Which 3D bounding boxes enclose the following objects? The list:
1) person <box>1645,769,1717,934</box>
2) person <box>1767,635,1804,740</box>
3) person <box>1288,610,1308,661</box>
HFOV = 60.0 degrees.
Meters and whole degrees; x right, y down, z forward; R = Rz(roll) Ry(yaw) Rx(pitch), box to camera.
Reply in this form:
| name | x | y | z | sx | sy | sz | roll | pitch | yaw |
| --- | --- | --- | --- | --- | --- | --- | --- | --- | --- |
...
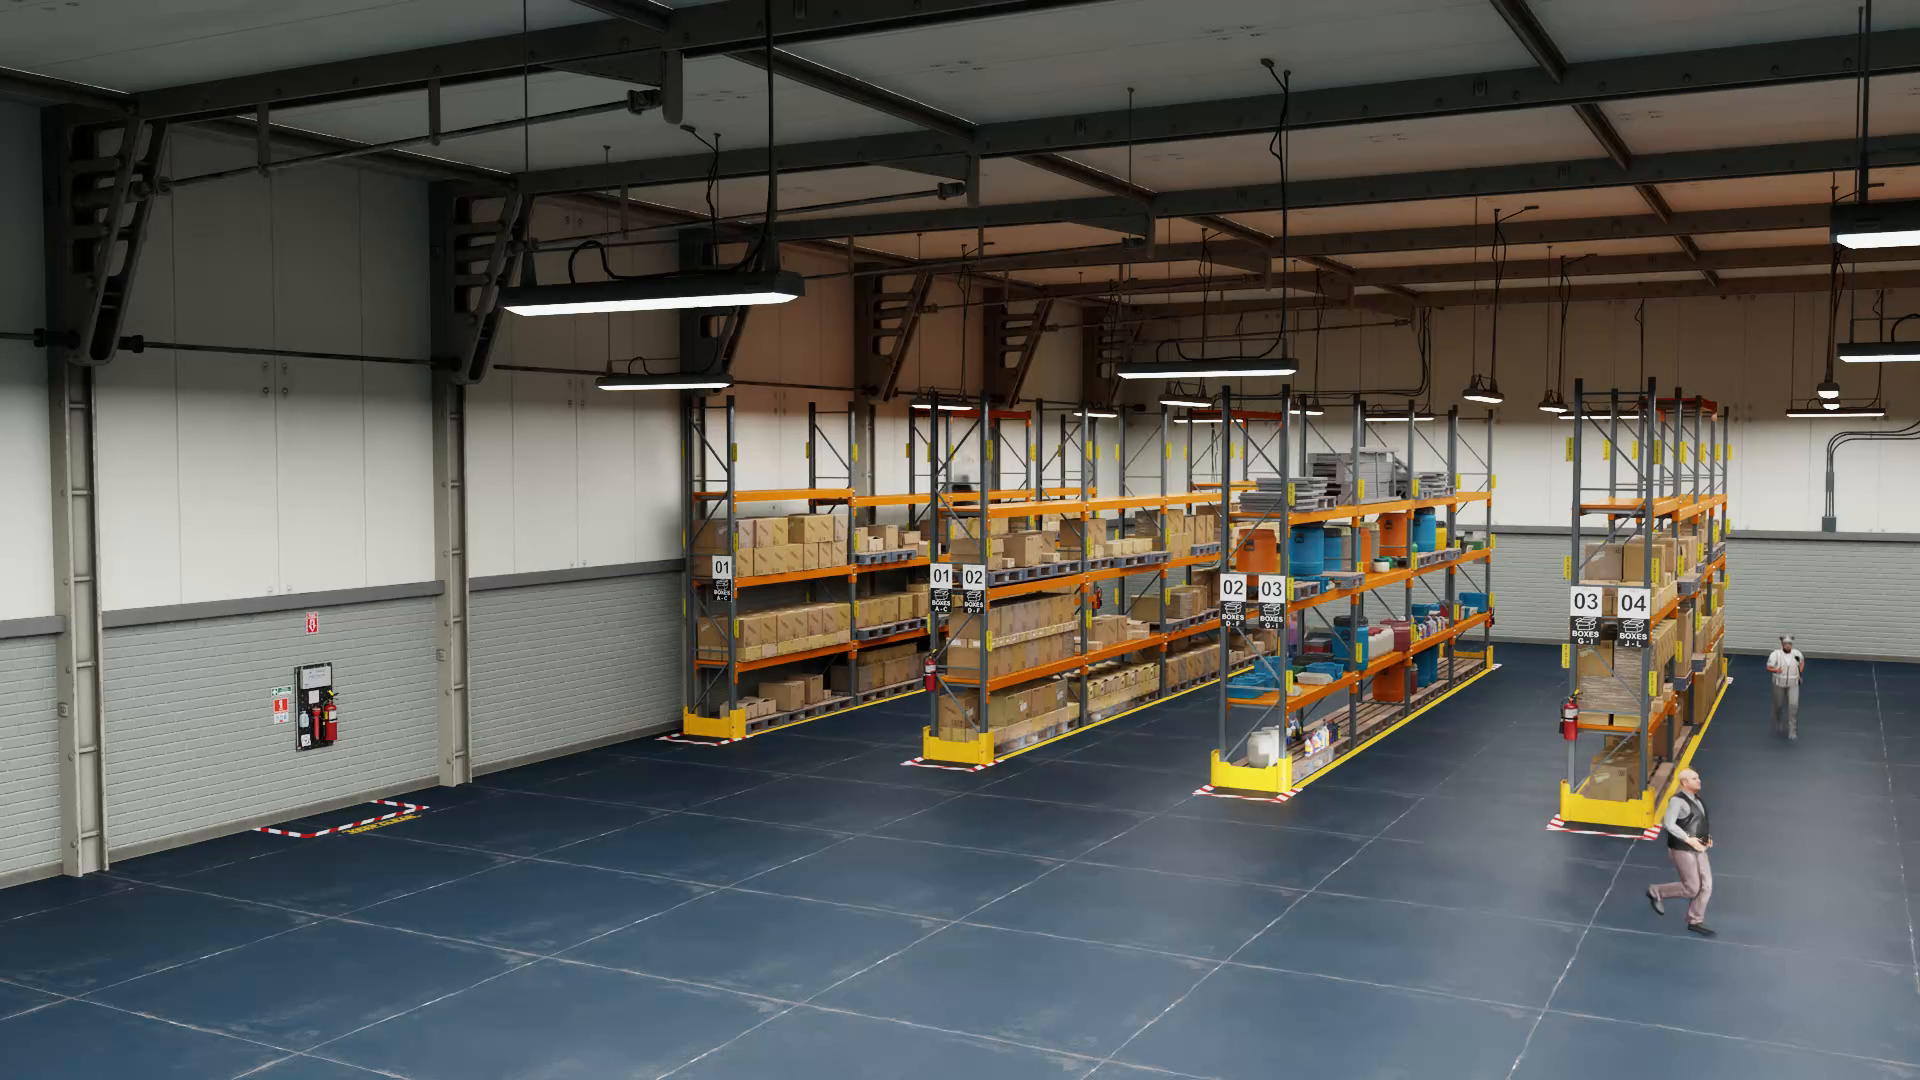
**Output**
| name | x | y | z | sx | sy | sz | roll | pitch | yaw |
| --- | --- | --- | --- | --- | --- | --- | --- | --- | --- |
| person | 7.600 | 3.239 | 17.443 | 0.651 | 1.687 | 0.733 | -2 | 4 | -40 |
| person | 14.601 | 2.561 | 29.422 | 0.621 | 1.798 | 0.937 | 1 | 3 | 21 |
| person | 7.322 | 2.295 | 36.366 | 0.512 | 1.561 | 0.593 | 1 | 3 | 22 |
